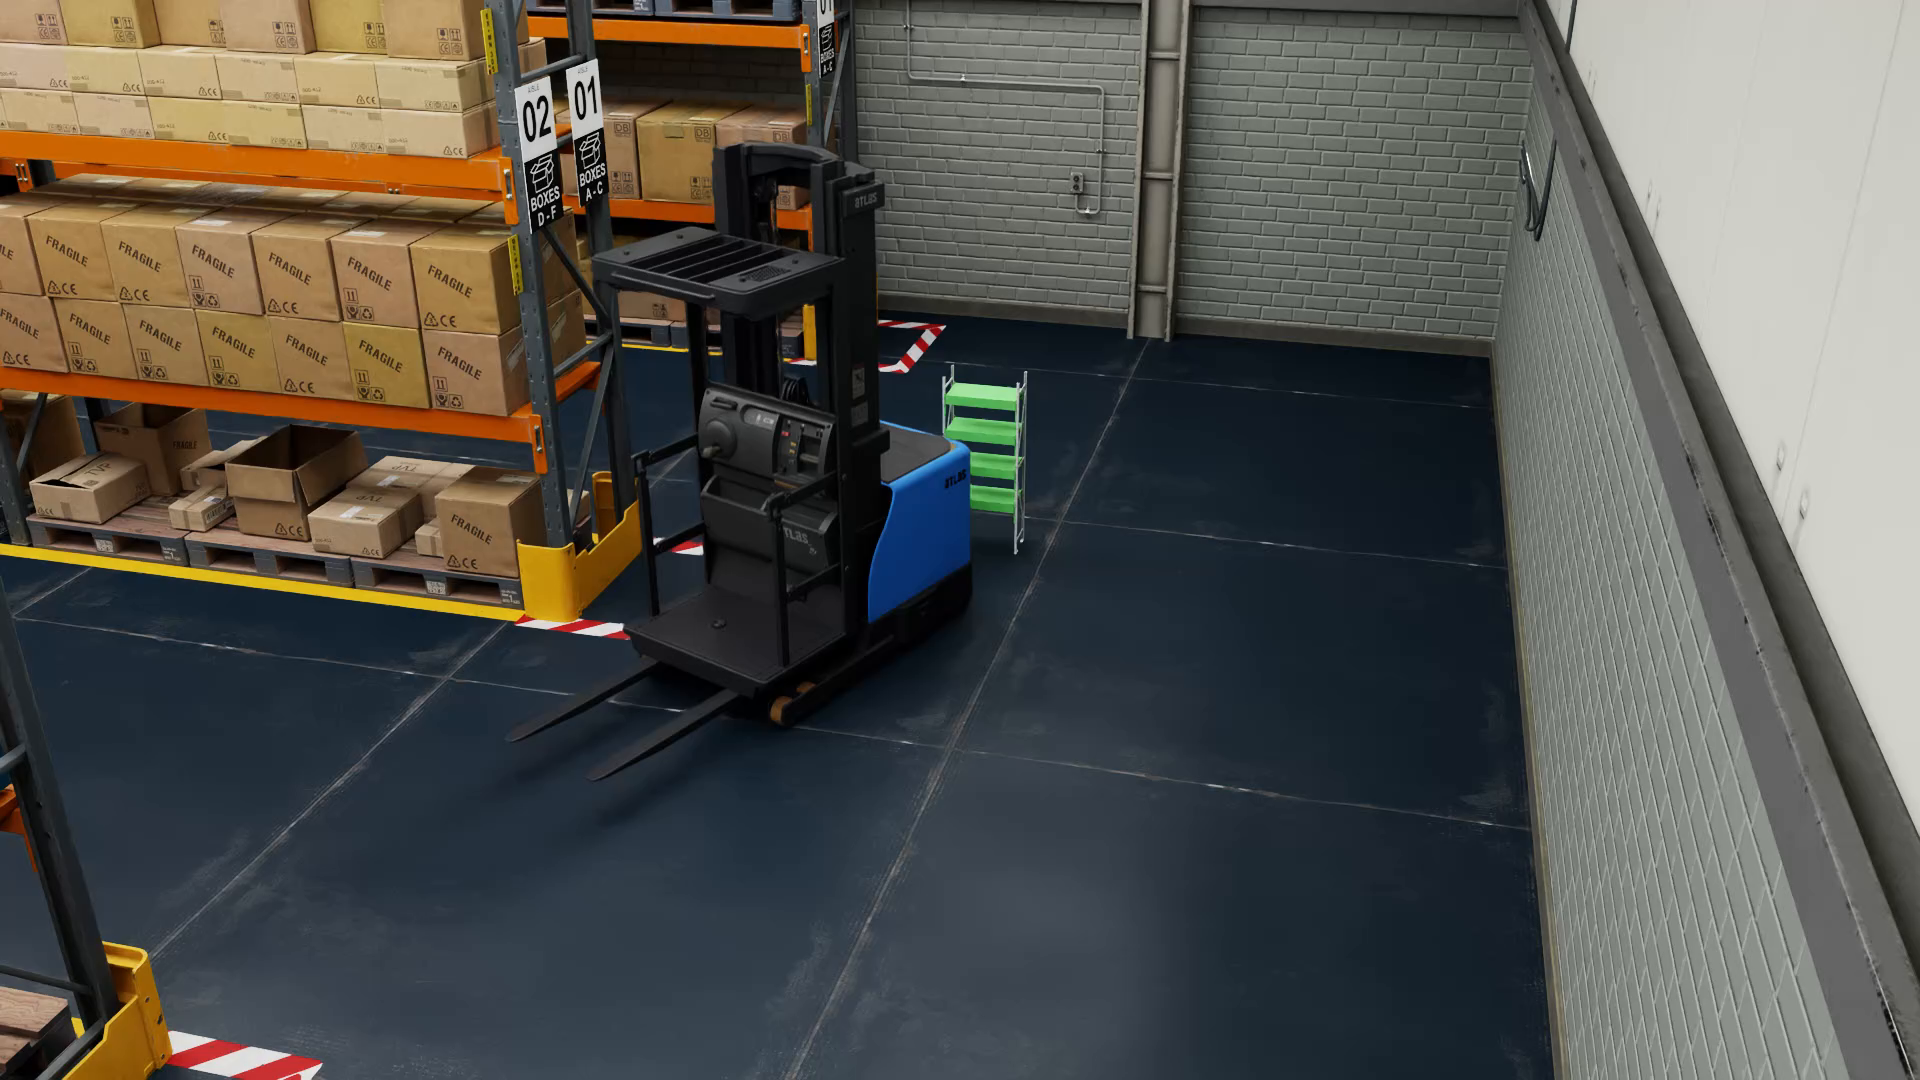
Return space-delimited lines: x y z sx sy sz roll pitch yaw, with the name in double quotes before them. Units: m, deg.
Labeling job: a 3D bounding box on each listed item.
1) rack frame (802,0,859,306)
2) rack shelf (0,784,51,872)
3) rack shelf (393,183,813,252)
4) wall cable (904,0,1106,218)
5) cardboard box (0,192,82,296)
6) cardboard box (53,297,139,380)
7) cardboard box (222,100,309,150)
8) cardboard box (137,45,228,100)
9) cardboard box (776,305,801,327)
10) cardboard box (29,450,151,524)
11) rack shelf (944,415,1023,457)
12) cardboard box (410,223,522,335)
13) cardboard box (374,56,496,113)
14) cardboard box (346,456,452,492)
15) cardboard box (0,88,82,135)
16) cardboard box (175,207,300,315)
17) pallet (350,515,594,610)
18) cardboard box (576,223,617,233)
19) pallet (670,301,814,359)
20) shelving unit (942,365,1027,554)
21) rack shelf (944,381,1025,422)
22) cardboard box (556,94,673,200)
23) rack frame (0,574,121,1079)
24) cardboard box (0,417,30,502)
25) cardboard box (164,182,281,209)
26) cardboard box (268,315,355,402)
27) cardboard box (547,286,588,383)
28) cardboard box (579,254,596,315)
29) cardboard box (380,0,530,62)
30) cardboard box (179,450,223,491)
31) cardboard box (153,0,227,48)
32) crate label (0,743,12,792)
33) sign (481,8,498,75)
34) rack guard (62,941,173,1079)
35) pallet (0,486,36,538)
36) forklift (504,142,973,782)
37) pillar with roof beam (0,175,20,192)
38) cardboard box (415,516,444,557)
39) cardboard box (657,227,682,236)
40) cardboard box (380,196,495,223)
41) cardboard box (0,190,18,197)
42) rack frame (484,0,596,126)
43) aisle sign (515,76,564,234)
"rack frame" -1.085 -3.157 14.391 0.127 3.000 1.000 6 26 13
"rack shelf" -5.490 1.078 6.333 4.000 0.370 1.077 6 26 13
"rack shelf" -3.022 -3.046 14.996 4.000 0.370 1.077 6 26 13
"wall cable" 0.390 -3.872 14.712 1.851 1.984 0.084 6 26 13
"cardboard box" -5.803 -1.851 10.370 0.500 0.500 0.500 7 26 14
"cardboard box" -5.267 -1.346 10.471 0.500 0.500 0.500 7 26 14
"cardboard box" -3.848 -2.432 9.554 0.500 0.250 0.500 6 26 13
"cardboard box" -4.330 -2.715 9.566 0.500 0.250 0.500 6 26 13
"cardboard box" -1.788 -2.251 14.908 0.500 0.500 0.700 6 26 13
"cardboard box" -5.837 -0.372 11.158 0.500 0.311 0.500 6 26 13
"rack shelf" 0.160 -0.683 10.879 0.480 0.148 0.258 6 26 13
"cardboard box" -2.815 -1.524 9.682 0.500 0.500 0.500 6 26 13
"cardboard box" -2.877 -2.555 9.231 0.500 0.250 0.500 6 26 13
"cardboard box" -3.740 -0.335 11.150 0.500 0.250 0.500 6 26 13
"cardboard box" -5.297 -2.599 9.904 0.500 0.250 0.500 6 26 13
"cardboard box" -4.305 -1.686 10.023 0.500 0.500 0.500 7 26 15
"pallet" -3.162 0.072 10.854 1.213 0.211 1.003 6 26 13
"cardboard box" -3.341 -2.803 15.314 0.250 0.149 0.380 7 26 14
"pallet" -1.879 -1.951 15.102 1.213 0.211 1.003 6 26 13
"shelving unit" 0.160 -0.524 10.955 0.503 1.200 0.258 6 26 13
"rack shelf" 0.160 -0.900 10.776 0.480 0.148 0.258 6 26 13
"cardboard box" -3.025 -3.501 14.766 0.700 0.700 0.980 5 26 10
"rack frame" -3.553 0.968 5.728 0.127 3.000 1.000 6 26 13
"cardboard box" -6.739 -0.526 11.261 0.500 0.500 0.500 6 26 13
"cardboard box" -4.650 -1.965 10.608 0.500 0.500 0.500 7 26 13
"cardboard box" -3.802 -1.184 10.131 0.500 0.500 0.500 7 26 13
"cardboard box" -2.680 -1.297 10.368 0.500 0.500 0.500 7 26 14
"cardboard box" -3.278 -2.412 15.247 0.500 0.500 0.700 7 26 14
"cardboard box" -2.817 -2.993 9.279 0.500 0.500 0.700 6 26 13
"cardboard box" -5.189 -0.476 11.565 0.250 0.149 0.380 6 26 13
"cardboard box" -4.252 -3.183 9.678 0.500 0.500 0.700 6 26 13
"crate label" -3.710 0.853 6.095 0.303 0.233 0.416 6 26 13
"sign" -2.473 -2.619 8.743 0.005 0.325 0.100 6 26 13
"rack guard" -3.526 2.093 6.271 0.348 0.500 1.175 6 26 13
"pallet" -6.987 -0.335 11.708 1.213 0.211 1.003 6 26 13
"forklift" -1.195 -0.539 8.972 1.130 2.935 3.031 17 30 32
"pillar with roof beam" -10.949 -5.429 12.185 0.400 9.000 9.100 6 26 13
"cardboard box" -3.273 -0.050 10.650 0.250 0.166 0.380 6 26 13
"cardboard box" -2.597 -2.722 15.142 0.250 0.149 0.380 7 26 14
"cardboard box" -3.188 -1.801 10.264 0.500 0.500 0.500 7 26 14
"cardboard box" -10.014 -3.242 16.967 0.500 0.500 0.700 6 26 13
"rack frame" -2.316 -3.803 8.769 0.127 3.000 1.000 6 26 13
"aisle sign" -2.326 -2.133 9.217 0.004 0.787 0.394 6 26 13
